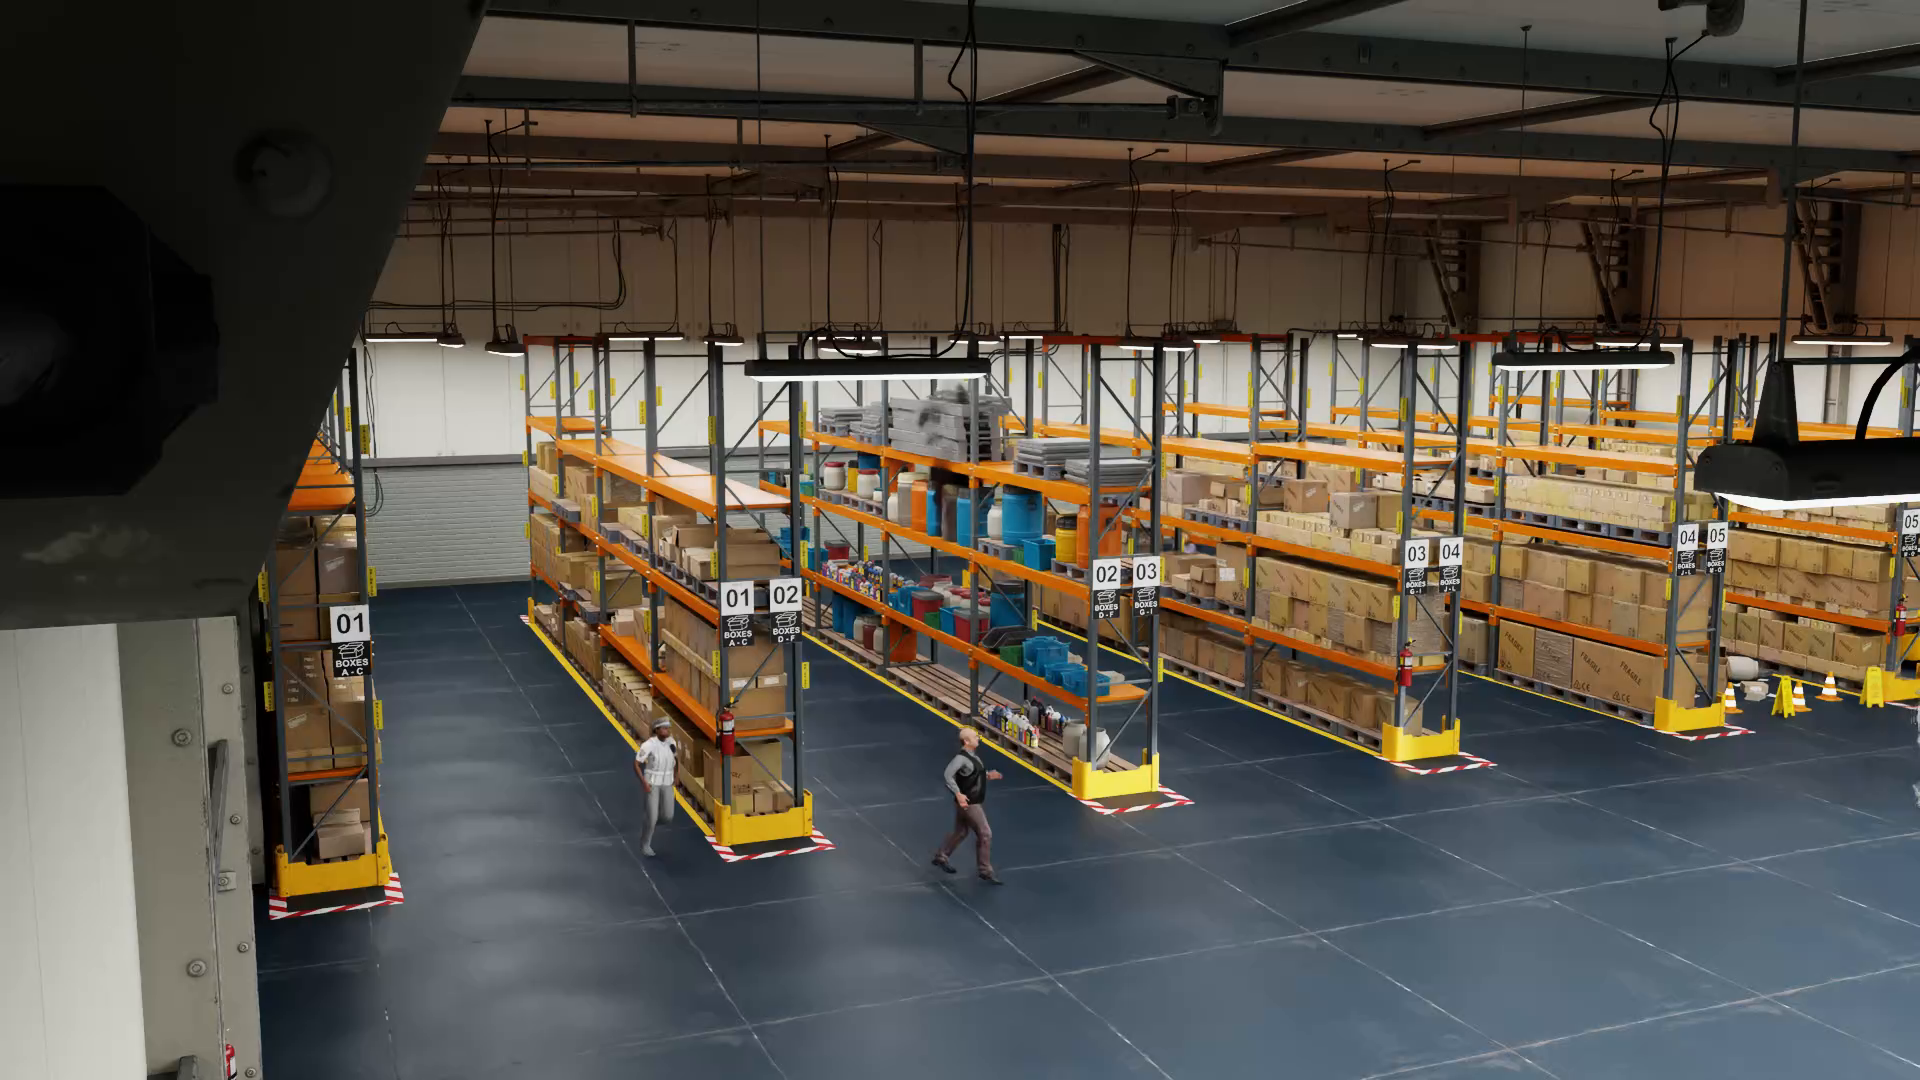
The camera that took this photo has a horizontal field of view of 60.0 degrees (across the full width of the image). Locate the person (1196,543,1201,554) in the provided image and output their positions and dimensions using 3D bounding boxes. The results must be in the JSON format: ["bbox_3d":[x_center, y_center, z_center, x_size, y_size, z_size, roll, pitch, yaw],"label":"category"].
[{"bbox_3d":[5.919,-0.044,41.661,0.559,1.692,0.746,5,9,33],"label":"person"}]

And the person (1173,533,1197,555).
[{"bbox_3d":[4.992,0.654,36.802,0.602,1.638,0.686,-2,8,-15],"label":"person"}]

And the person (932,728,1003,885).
[{"bbox_3d":[0.087,2.983,18.733,0.828,1.763,0.636,1,8,5],"label":"person"}]

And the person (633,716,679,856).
[{"bbox_3d":[-3.600,2.908,19.857,0.625,1.645,0.524,-6,10,-39],"label":"person"}]
